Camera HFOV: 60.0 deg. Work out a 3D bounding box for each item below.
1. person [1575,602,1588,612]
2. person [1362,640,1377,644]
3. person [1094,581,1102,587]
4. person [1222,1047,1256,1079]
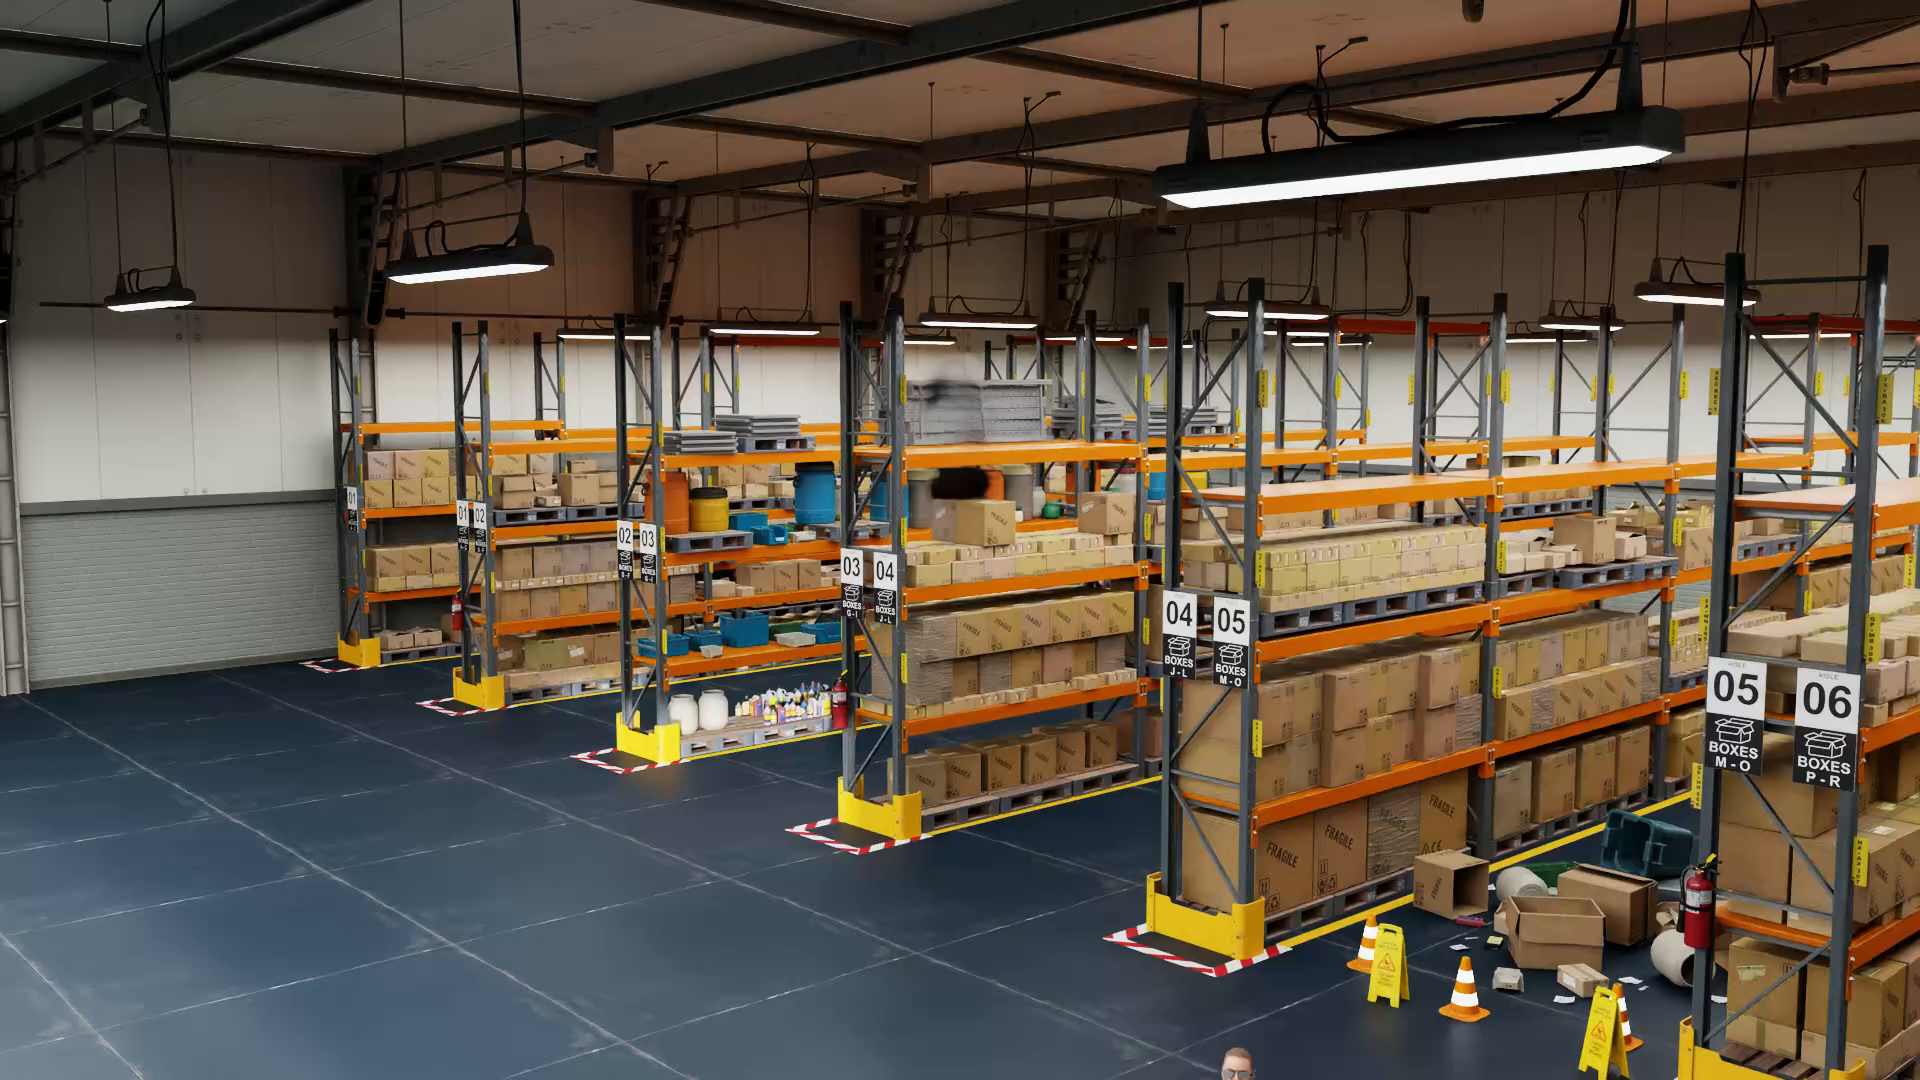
[{"bbox_3d":[9.854,1.771,26.283,0.541,1.631,0.842,6,8,45],"label":"person"},{"bbox_3d":[5.445,2.107,22.376,0.633,1.696,0.661,5,8,42],"label":"person"},{"bbox_3d":[2.475,1.206,31.999,0.591,1.622,0.549,5,8,43],"label":"person"},{"bbox_3d":[1.394,3.477,8.590,0.633,1.714,0.662,1,6,10],"label":"person"}]
